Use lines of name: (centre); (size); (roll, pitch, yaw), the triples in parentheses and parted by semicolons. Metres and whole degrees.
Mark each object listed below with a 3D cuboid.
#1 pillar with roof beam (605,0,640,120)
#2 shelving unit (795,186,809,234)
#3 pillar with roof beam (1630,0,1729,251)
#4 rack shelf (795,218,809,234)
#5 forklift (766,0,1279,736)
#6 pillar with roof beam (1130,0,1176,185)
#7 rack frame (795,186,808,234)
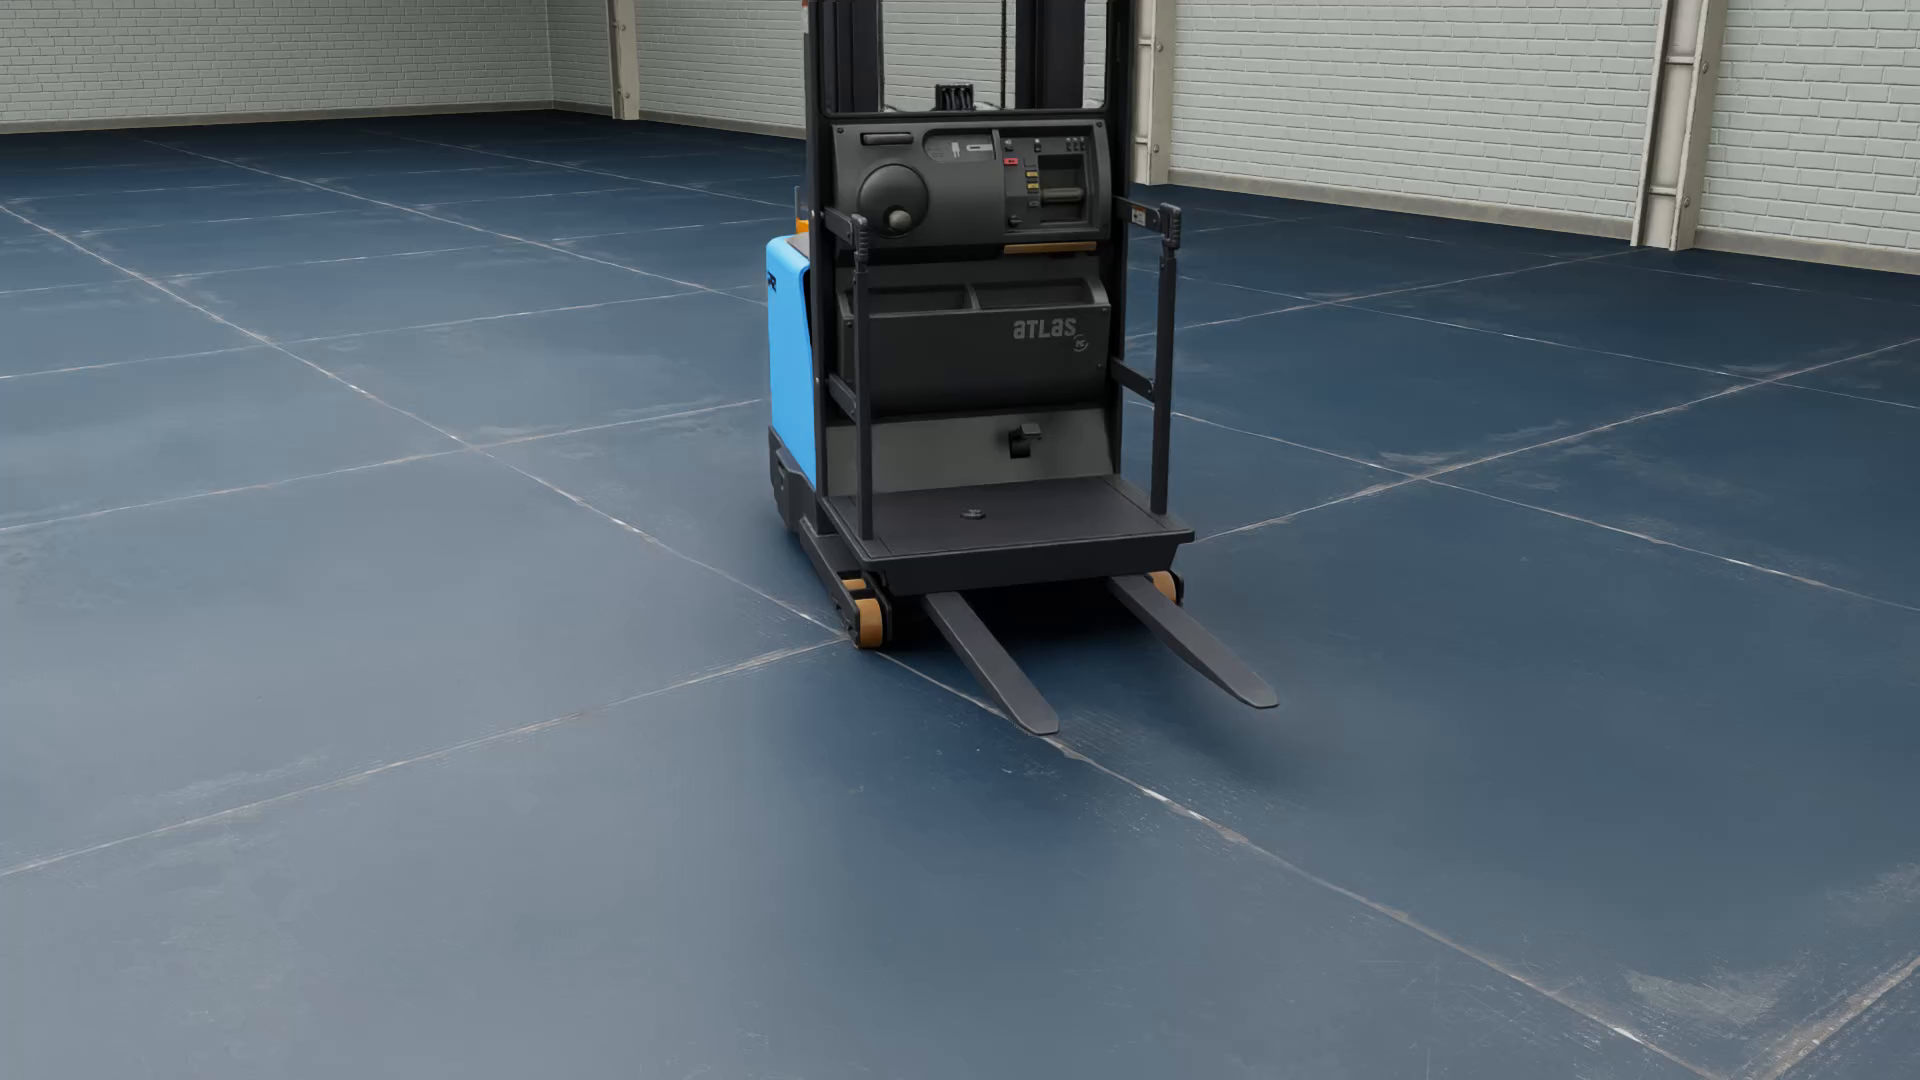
pillar with roof beam: (-8.792, -10.275, 23.079); (9.100, 9.000, 0.400); (-14, 23, -36)
shelving unit: (-0.473, -0.895, 7.157); (0.258, 1.200, 0.503); (-11, 21, -30)
pillar with roof beam: (2.384, -5.840, 9.684); (9.100, 9.000, 0.400); (-14, 23, -36)
rack shelf: (-0.473, -1.268, 7.034); (0.258, 0.148, 0.480); (-11, 21, -30)
forklift: (0.107, -1.178, 5.257); (1.130, 2.935, 3.031); (-5, 19, -15)
pillar with roof beam: (-1.341, -7.319, 14.149); (9.100, 9.000, 0.400); (-14, 23, -36)
rack frame: (-0.602, -0.960, 7.354); (0.240, 1.200, 0.015); (-11, 21, -30)
